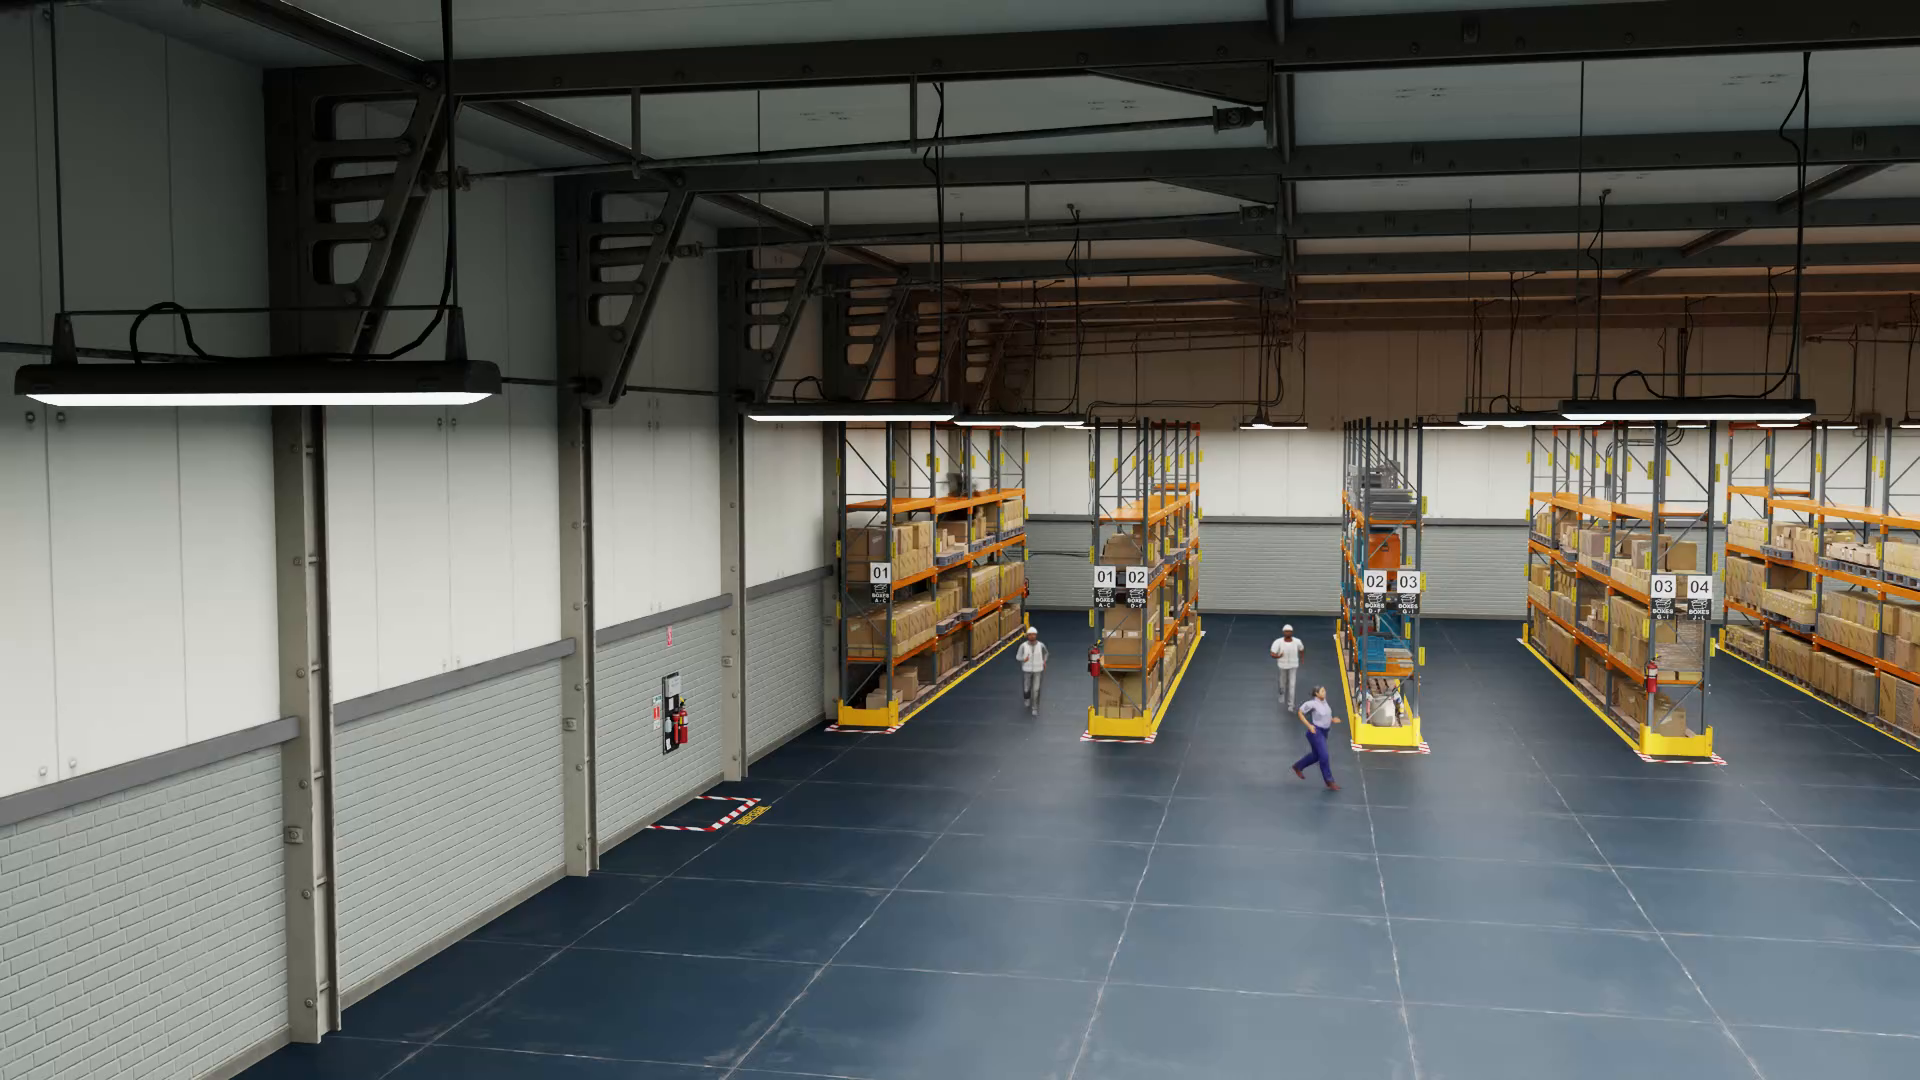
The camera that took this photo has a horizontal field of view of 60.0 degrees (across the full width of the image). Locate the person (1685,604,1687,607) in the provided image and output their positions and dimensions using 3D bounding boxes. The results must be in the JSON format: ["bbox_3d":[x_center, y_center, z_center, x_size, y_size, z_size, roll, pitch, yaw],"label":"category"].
[{"bbox_3d":[18.490,2.167,41.875,0.618,1.703,0.882,1,4,16],"label":"person"}]

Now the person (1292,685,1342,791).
[{"bbox_3d":[5.763,3.155,26.821,0.930,1.659,0.605,3,5,37],"label":"person"}]

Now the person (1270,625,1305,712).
[{"bbox_3d":[6.743,2.615,34.210,0.710,1.746,0.955,0,4,7],"label":"person"}]

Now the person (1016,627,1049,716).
[{"bbox_3d":[1.473,2.648,33.755,0.668,1.750,0.918,0,4,2],"label":"person"}]
